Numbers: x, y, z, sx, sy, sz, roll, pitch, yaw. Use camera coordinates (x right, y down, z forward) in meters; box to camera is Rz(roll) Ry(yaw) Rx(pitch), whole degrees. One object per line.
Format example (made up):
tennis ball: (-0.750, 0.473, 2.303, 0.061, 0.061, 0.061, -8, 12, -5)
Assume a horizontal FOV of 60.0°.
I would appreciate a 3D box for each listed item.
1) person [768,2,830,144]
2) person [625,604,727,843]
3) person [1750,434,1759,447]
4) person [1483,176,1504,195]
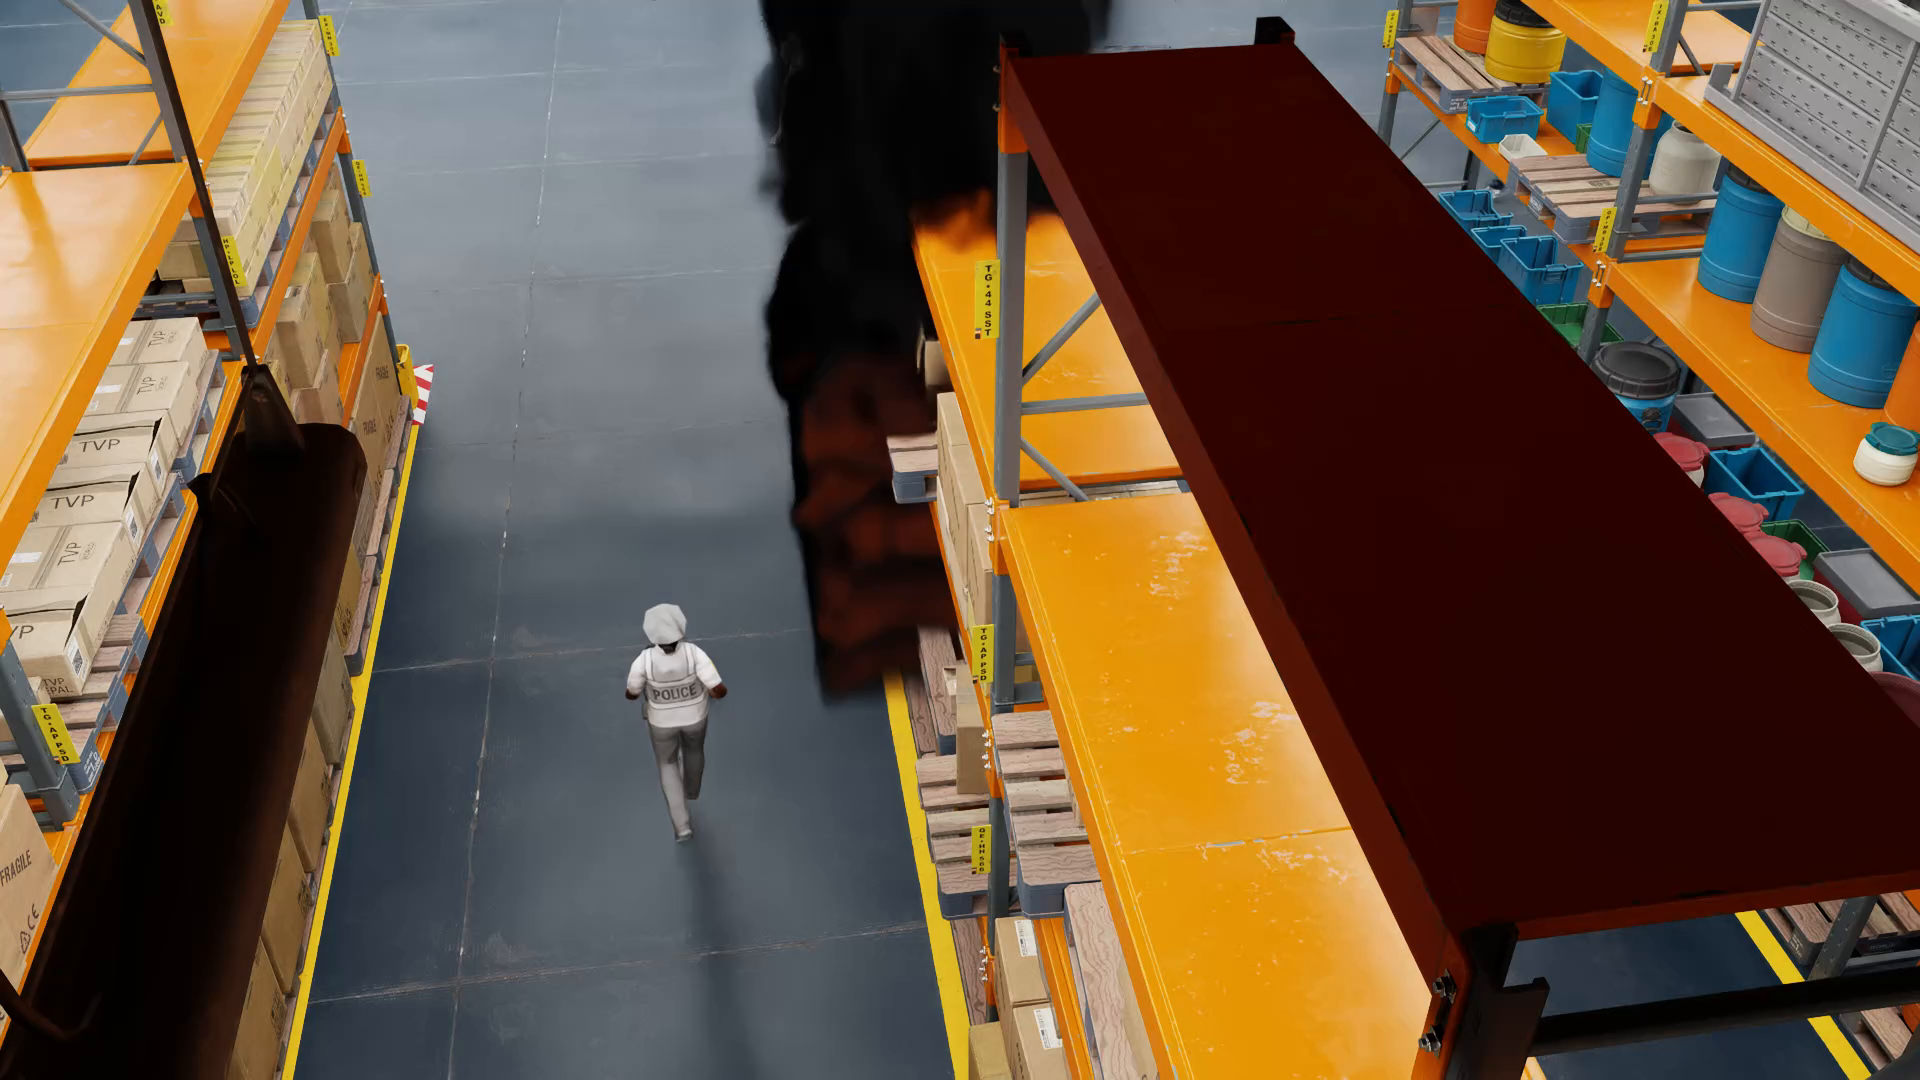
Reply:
person: (-1.855, -5.402, 19.367, 0.923, 1.712, 0.613, 12, 38, 16)
person: (-1.711, 1.064, 10.104, 0.588, 1.698, 0.788, -9, 37, -12)
person: (6.518, -1.606, 13.654, 0.661, 1.882, 0.839, -11, 38, -14)
person: (6.198, -4.495, 18.180, 0.820, 1.607, 0.531, 8, 37, 11)
